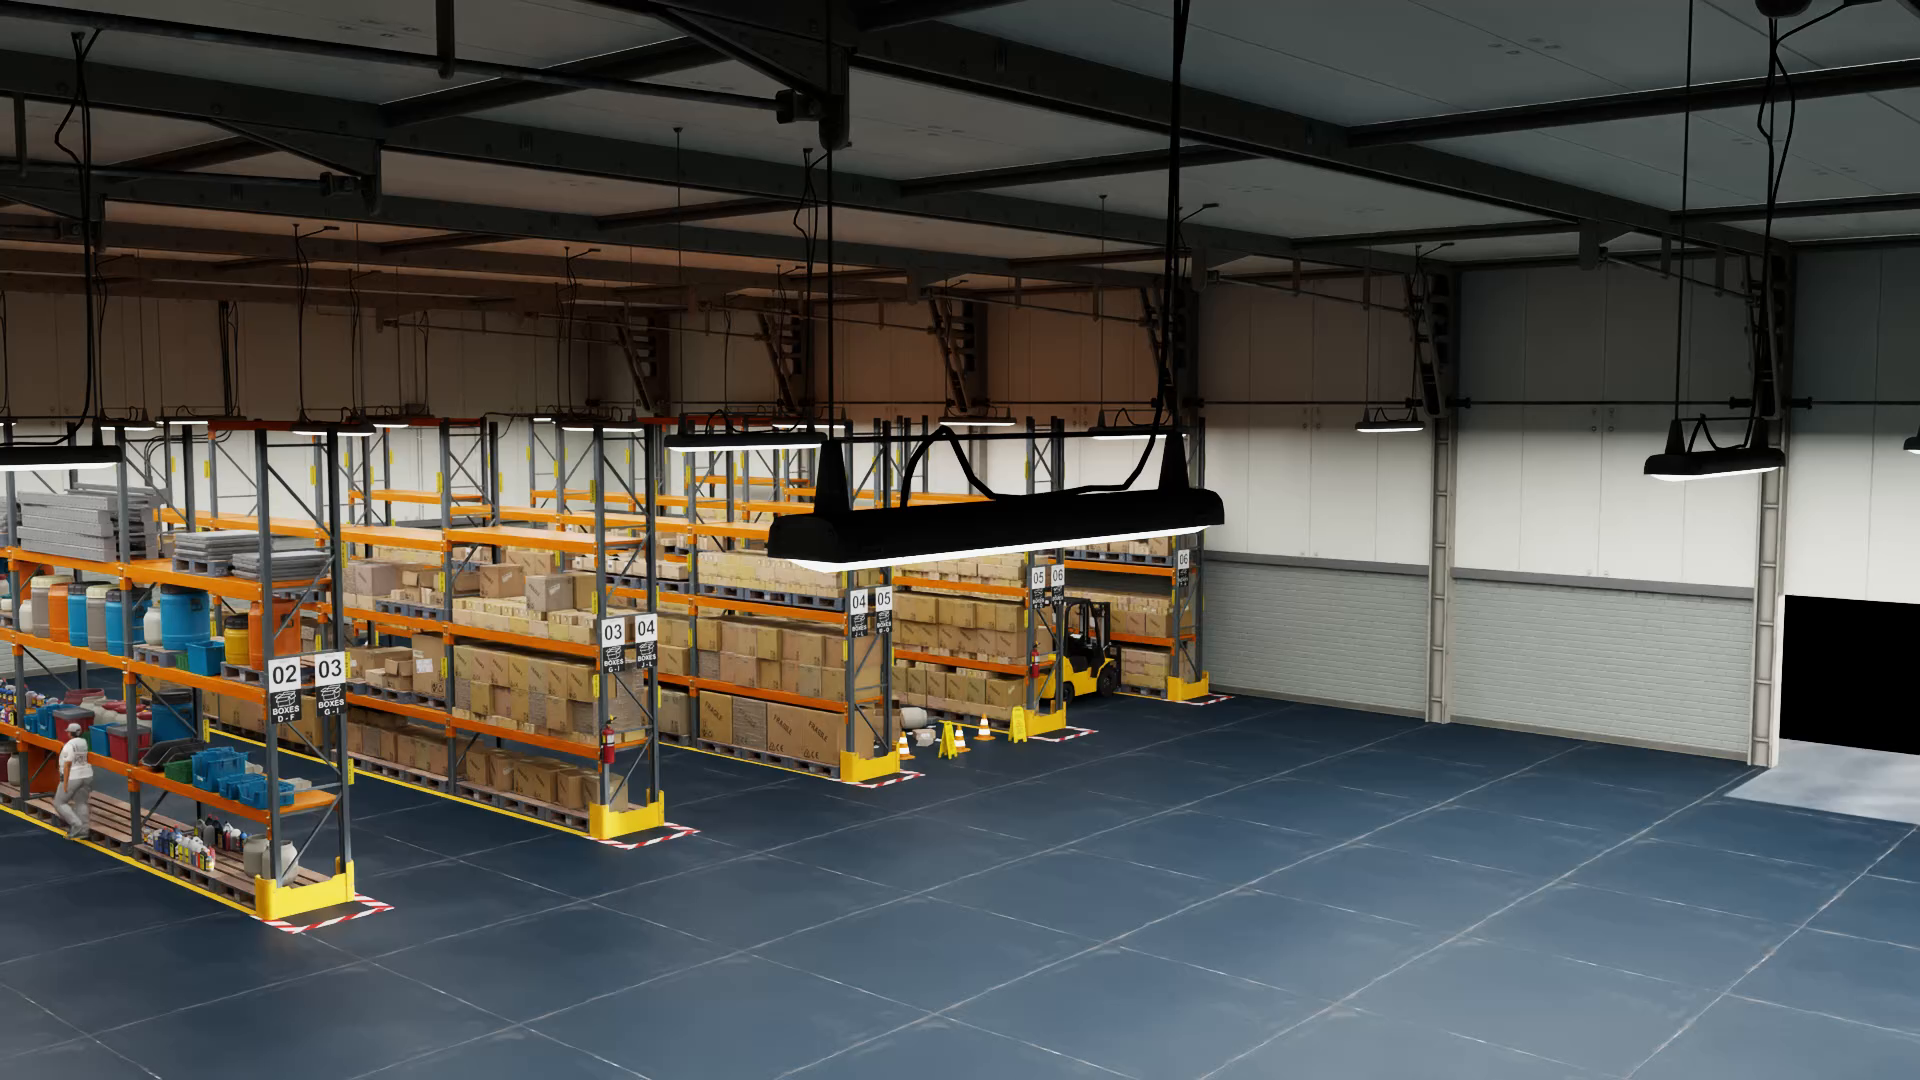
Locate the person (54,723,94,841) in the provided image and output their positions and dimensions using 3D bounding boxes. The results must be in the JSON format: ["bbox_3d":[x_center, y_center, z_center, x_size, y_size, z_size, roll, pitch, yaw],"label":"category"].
[{"bbox_3d":[-12.689,3.464,23.873,0.445,1.658,0.539,1,5,17],"label":"person"}]

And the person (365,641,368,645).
[{"bbox_3d":[-11.639,2.791,32.567,0.645,1.681,0.654,-4,6,-40],"label":"person"}]
